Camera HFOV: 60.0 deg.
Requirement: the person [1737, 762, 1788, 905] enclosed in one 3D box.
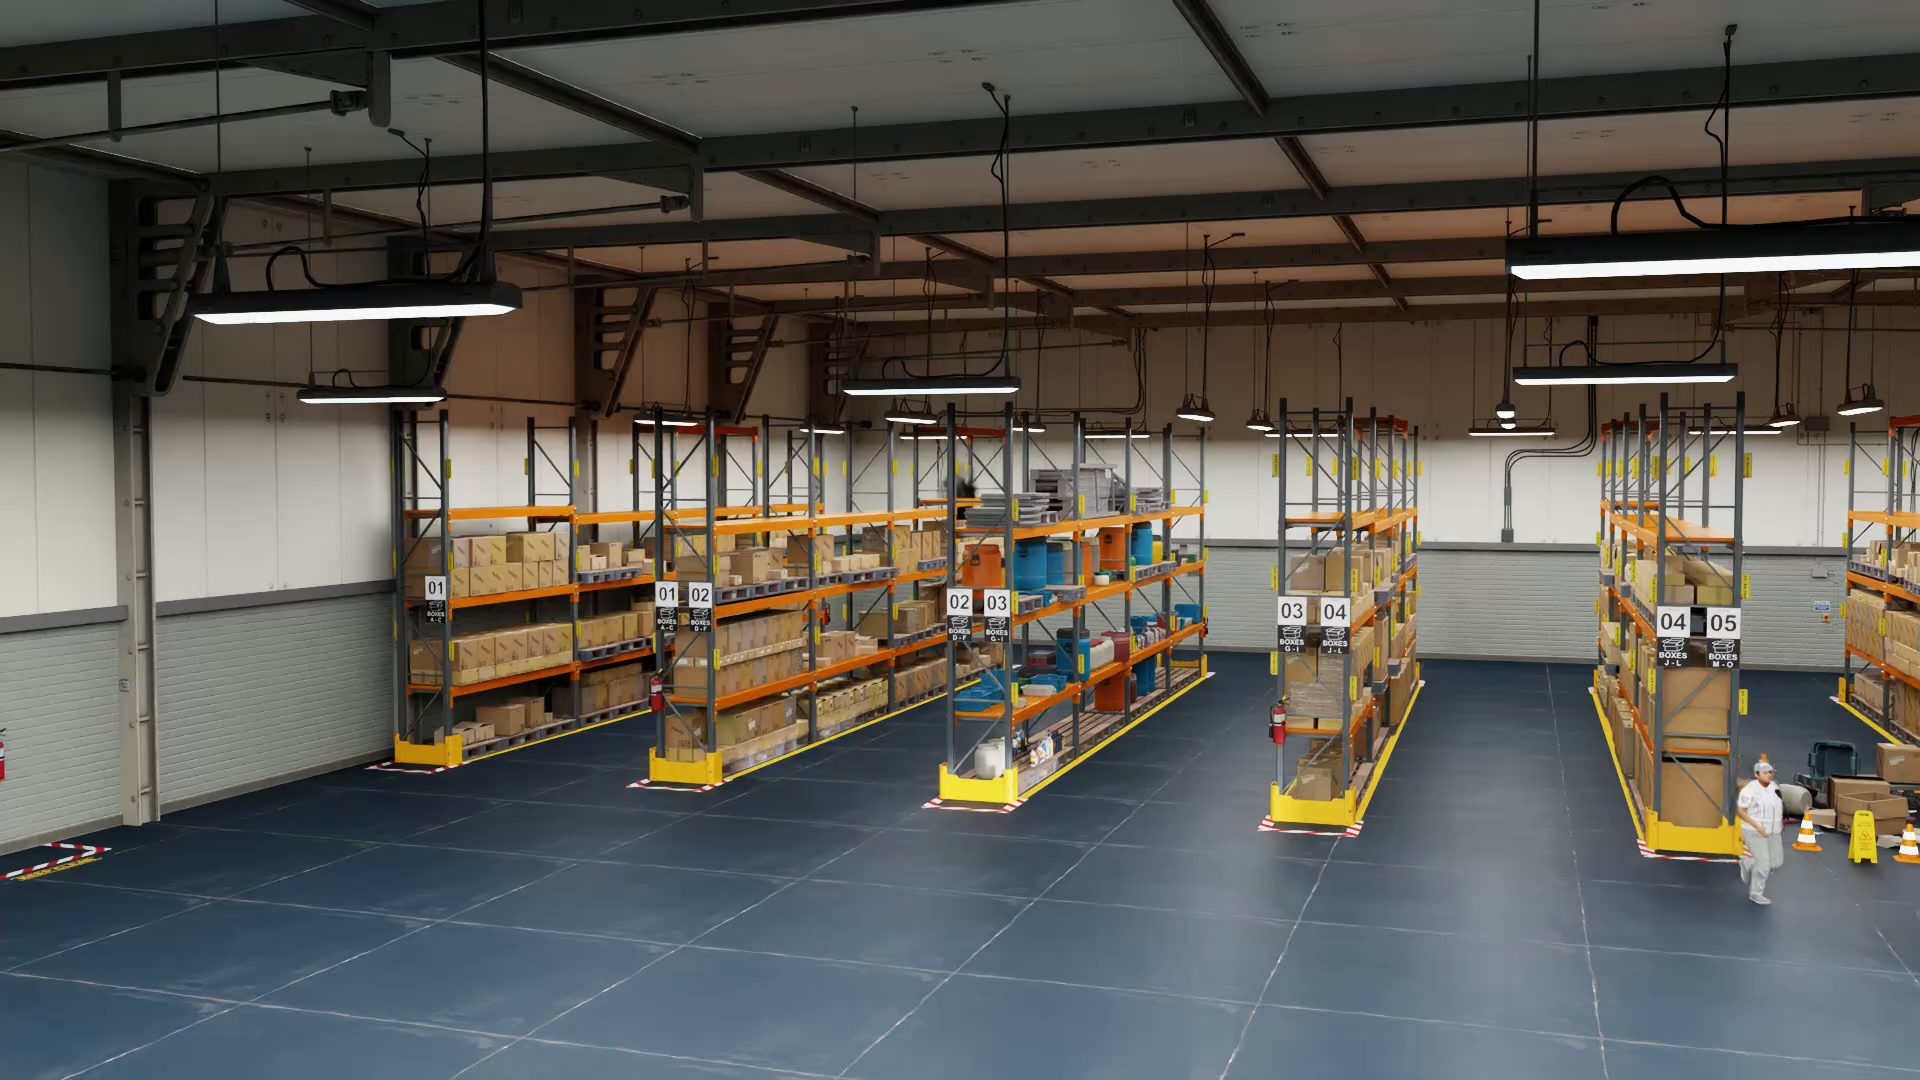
[{"bbox_3d":[9.256,3.367,19.271,0.619,1.638,0.618,-1,3,-16],"label":"person"}]
